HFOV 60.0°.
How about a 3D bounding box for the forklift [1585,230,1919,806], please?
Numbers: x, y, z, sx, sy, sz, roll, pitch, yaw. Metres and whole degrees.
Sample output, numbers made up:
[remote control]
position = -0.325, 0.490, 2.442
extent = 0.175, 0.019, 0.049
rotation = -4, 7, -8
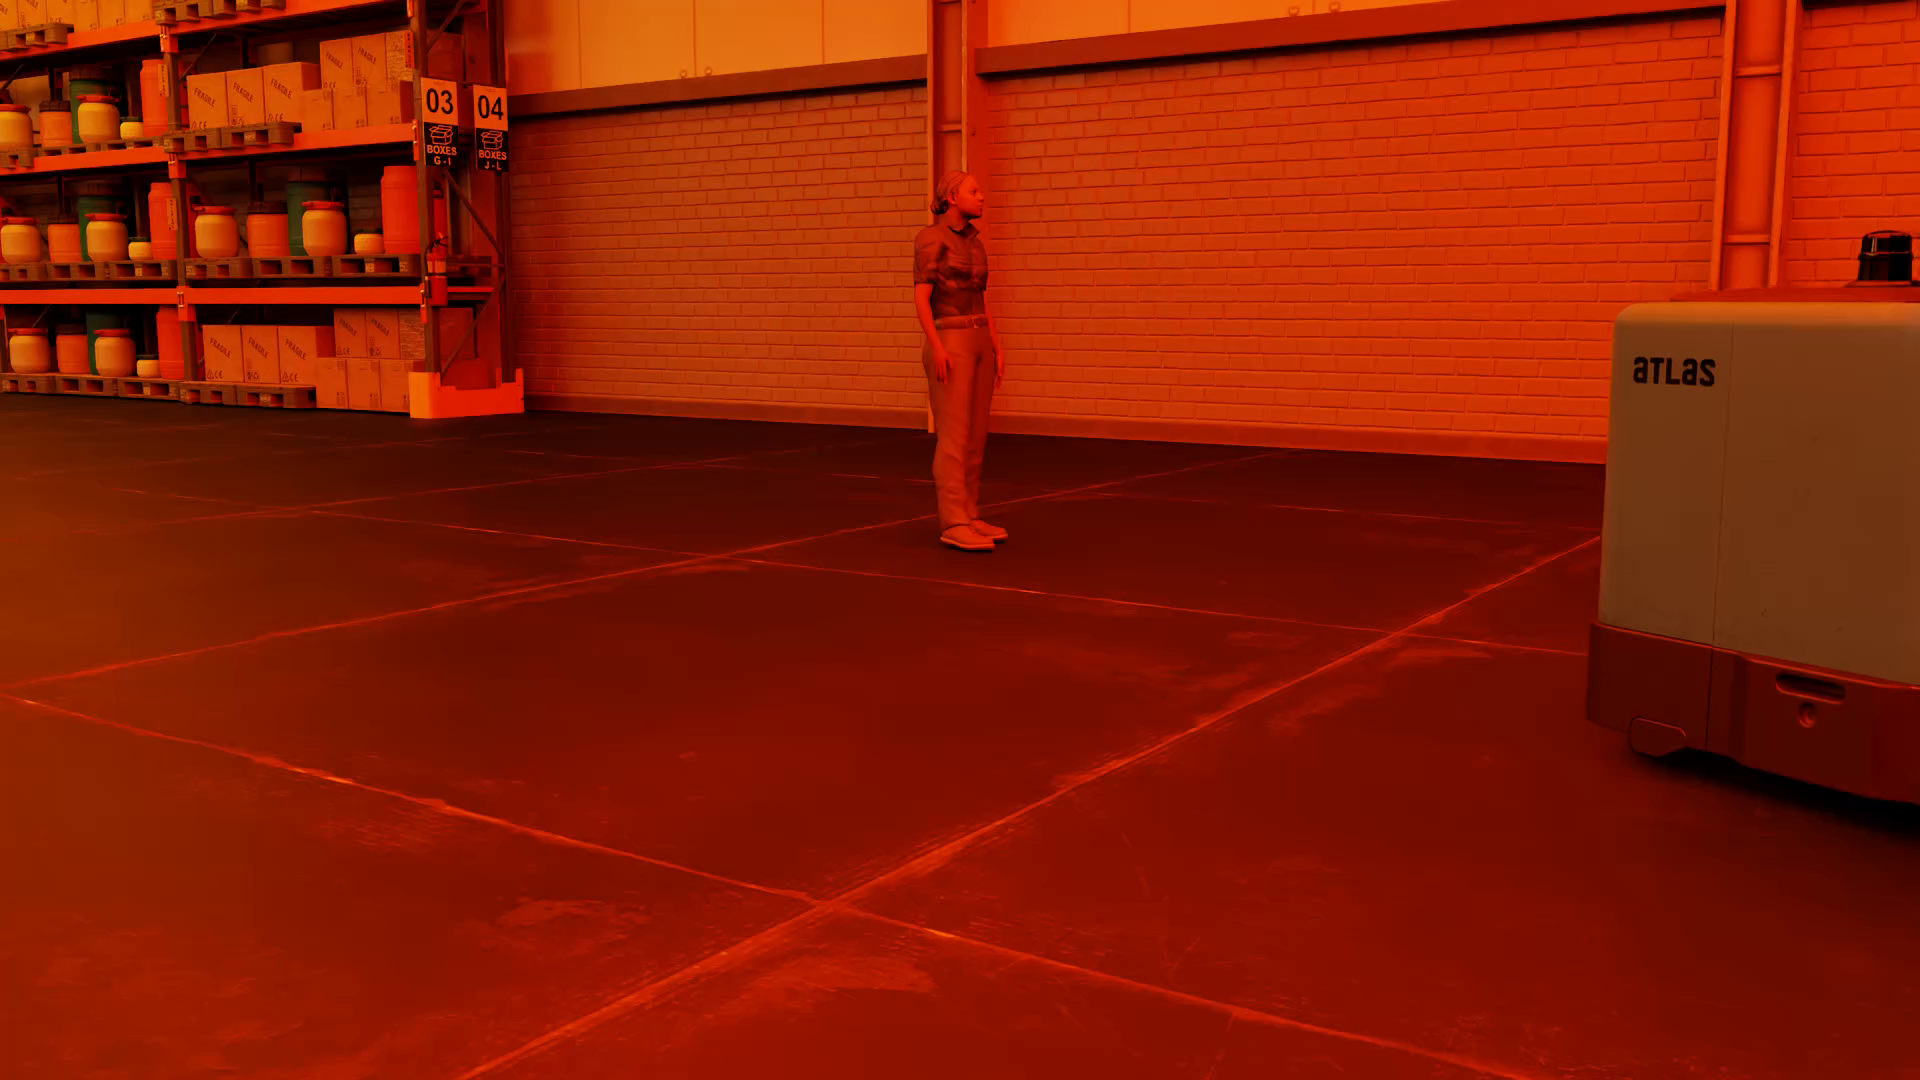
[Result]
[forklift]
position = 2.711, -0.804, 2.847
extent = 1.130, 2.935, 3.031
rotation = -5, 9, -31

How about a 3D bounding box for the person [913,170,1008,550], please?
[person]
position = 0.061, -0.817, 7.421
extent = 0.504, 1.654, 0.569
rotation = 5, 10, 34
